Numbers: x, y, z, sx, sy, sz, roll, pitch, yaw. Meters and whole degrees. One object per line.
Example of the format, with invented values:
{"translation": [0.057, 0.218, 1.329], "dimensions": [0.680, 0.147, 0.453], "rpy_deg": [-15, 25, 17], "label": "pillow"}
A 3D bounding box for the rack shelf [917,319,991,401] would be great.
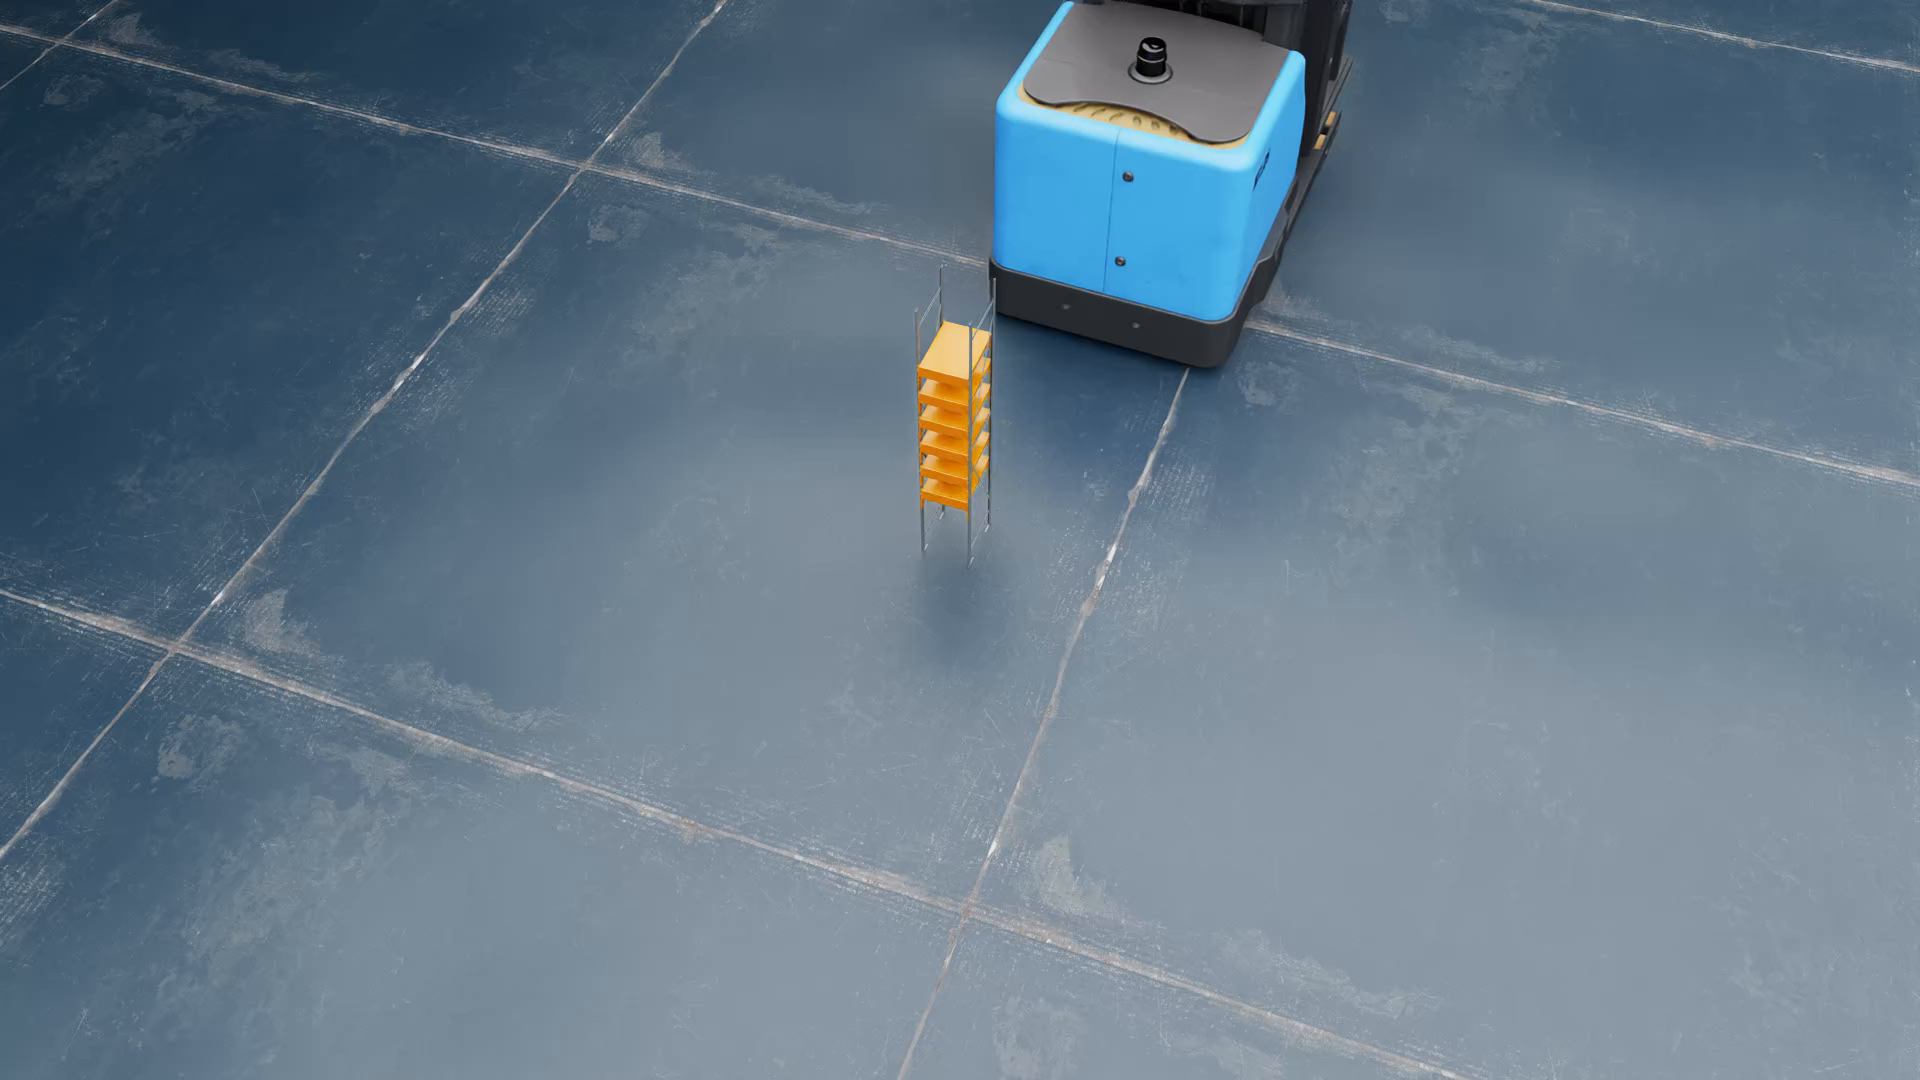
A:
{"translation": [-0.014, -0.603, 5.561], "dimensions": [0.180, 0.103, 0.258], "rpy_deg": [16, 51, 13], "label": "rack shelf"}

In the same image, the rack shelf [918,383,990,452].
{"translation": [-0.014, -0.446, 5.743], "dimensions": [0.180, 0.103, 0.258], "rpy_deg": [16, 51, 13], "label": "rack shelf"}

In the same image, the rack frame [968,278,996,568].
{"translation": [0.072, -0.373, 5.779], "dimensions": [0.006, 1.200, 0.240], "rpy_deg": [16, 51, 13], "label": "rack frame"}

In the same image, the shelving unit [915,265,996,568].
{"translation": [-0.014, -0.397, 5.800], "dimensions": [0.189, 1.200, 0.258], "rpy_deg": [16, 51, 13], "label": "shelving unit"}

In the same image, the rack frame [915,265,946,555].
{"translation": [-0.099, -0.421, 5.821], "dimensions": [0.006, 1.200, 0.240], "rpy_deg": [16, 51, 13], "label": "rack frame"}

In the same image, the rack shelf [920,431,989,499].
{"translation": [-0.014, -0.289, 5.924], "dimensions": [0.180, 0.103, 0.258], "rpy_deg": [16, 51, 13], "label": "rack shelf"}

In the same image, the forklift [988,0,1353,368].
{"translation": [1.149, -2.797, 6.735], "dimensions": [1.130, 2.935, 3.031], "rpy_deg": [17, 51, 14], "label": "forklift"}

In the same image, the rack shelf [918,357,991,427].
{"translation": [-0.014, -0.525, 5.652], "dimensions": [0.180, 0.103, 0.258], "rpy_deg": [16, 51, 13], "label": "rack shelf"}

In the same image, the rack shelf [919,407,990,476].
{"translation": [-0.014, -0.368, 5.833], "dimensions": [0.180, 0.103, 0.258], "rpy_deg": [16, 51, 13], "label": "rack shelf"}

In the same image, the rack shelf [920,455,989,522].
{"translation": [-0.014, -0.210, 6.015], "dimensions": [0.180, 0.103, 0.258], "rpy_deg": [16, 51, 13], "label": "rack shelf"}
